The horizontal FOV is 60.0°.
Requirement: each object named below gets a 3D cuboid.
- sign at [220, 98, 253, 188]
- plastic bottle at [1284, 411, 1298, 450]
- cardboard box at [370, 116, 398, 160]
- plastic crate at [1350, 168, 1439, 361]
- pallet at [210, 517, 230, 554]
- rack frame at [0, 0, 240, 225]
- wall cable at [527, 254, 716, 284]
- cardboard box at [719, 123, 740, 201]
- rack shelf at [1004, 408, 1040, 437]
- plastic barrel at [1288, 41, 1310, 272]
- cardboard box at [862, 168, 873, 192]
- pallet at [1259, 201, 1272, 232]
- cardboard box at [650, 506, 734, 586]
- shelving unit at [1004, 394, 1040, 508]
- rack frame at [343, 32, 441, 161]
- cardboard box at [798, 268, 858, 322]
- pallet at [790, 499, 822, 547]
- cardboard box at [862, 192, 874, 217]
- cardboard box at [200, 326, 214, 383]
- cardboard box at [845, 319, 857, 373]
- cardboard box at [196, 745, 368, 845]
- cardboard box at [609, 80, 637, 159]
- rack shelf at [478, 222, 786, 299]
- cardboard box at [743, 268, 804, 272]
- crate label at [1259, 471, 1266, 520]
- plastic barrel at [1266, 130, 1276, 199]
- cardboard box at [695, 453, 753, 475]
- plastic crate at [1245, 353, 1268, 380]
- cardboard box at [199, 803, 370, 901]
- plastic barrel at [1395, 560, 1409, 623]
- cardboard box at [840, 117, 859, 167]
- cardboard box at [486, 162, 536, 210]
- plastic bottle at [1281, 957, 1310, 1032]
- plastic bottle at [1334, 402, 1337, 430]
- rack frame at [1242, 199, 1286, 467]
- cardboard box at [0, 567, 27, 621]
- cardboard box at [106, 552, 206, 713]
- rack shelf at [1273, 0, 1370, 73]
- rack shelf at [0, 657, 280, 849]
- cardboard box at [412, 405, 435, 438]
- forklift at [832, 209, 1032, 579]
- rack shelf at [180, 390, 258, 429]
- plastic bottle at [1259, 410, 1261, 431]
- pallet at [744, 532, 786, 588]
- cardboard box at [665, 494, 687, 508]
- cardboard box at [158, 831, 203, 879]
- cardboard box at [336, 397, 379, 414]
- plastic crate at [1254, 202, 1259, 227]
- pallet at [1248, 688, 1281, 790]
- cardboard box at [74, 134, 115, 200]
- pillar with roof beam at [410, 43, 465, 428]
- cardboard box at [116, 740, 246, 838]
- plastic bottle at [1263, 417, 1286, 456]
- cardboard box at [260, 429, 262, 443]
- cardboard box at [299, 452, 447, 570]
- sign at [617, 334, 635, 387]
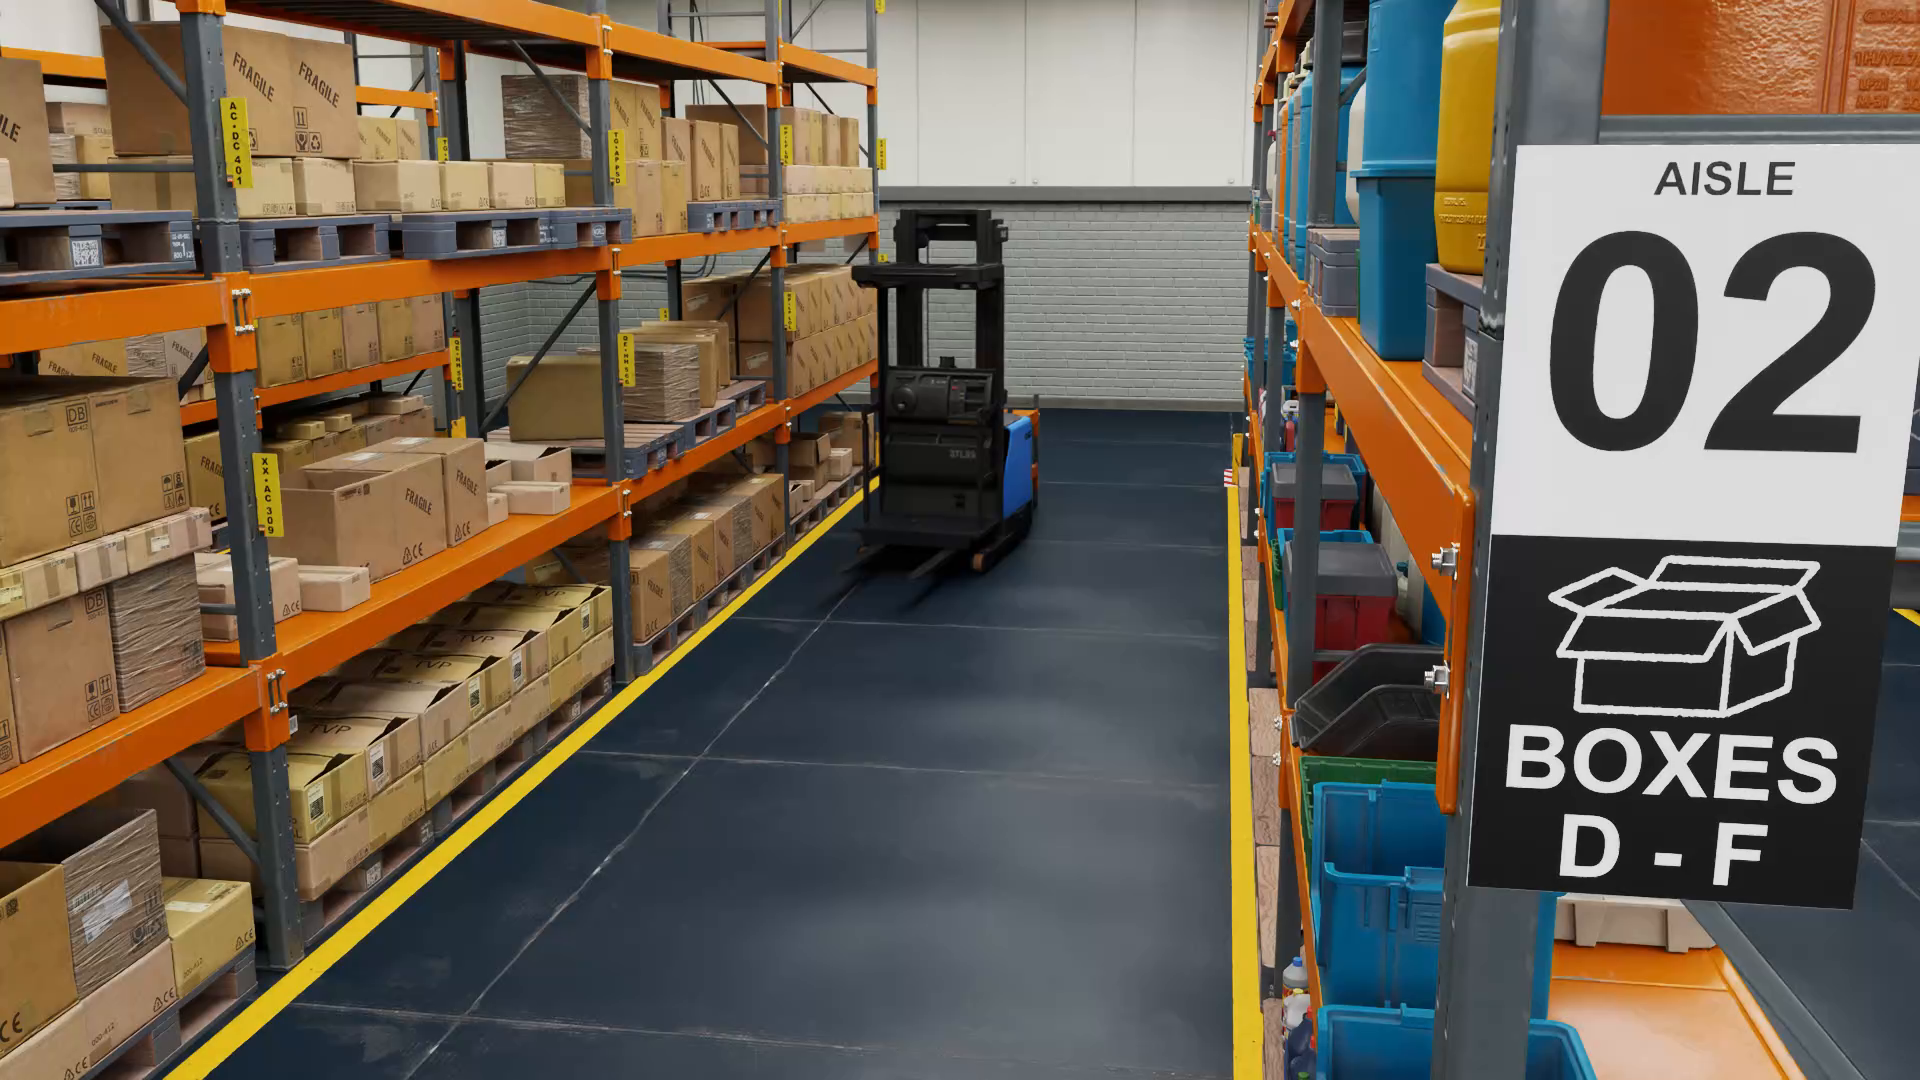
[{"bbox_3d":[-2.677,-1.469,6.155,0.100,0.325,0.005,2,12,9],"label":"sign"},{"bbox_3d":[2.340,-0.777,11.783,0.097,0.271,0.097,0,12,0],"label":"plastic bottle"},{"bbox_3d":[-6.206,-4.135,17.284,0.500,0.500,0.500,2,12,10],"label":"cardboard box"},{"bbox_3d":[1.049,-0.600,3.577,0.392,0.384,0.575,2,12,9],"label":"plastic crate"},{"bbox_3d":[-6.935,-0.028,14.622,1.003,0.211,1.213,2,12,9],"label":"pallet"},{"bbox_3d":[-3.226,-2.662,5.984,1.000,3.000,0.127,2,12,9],"label":"rack frame"},{"bbox_3d":[-5.052,-4.967,24.053,3.097,2.526,0.112,2,12,9],"label":"wall cable"},{"bbox_3d":[-2.146,-3.061,13.486,0.600,0.600,0.600,1,12,3],"label":"cardboard box"},{"bbox_3d":[0.385,-1.066,15.881,0.538,0.278,1.000,4,13,16],"label":"rack shelf"},{"bbox_3d":[1.633,-1.528,6.654,0.600,0.901,0.600,0,12,0],"label":"plastic barrel"},{"bbox_3d":[-1.207,-3.749,17.320,0.500,0.250,0.500,2,12,9],"label":"cardboard box"},{"bbox_3d":[2.875,-2.441,12.527,1.213,0.211,1.003,2,12,9],"label":"pallet"},{"bbox_3d":[-2.026,0.038,12.588,0.500,0.500,0.500,1,12,7],"label":"cardboard box"},{"bbox_3d":[0.385,-0.780,15.943,0.538,1.125,1.048,4,13,16],"label":"shelving unit"},{"bbox_3d":[-6.275,-5.319,18.316,1.000,3.000,0.127,2,12,9],"label":"rack frame"},{"bbox_3d":[-1.329,-2.450,16.630,0.500,0.500,0.500,2,12,10],"label":"cardboard box"},{"bbox_3d":[-1.889,-0.174,15.300,1.003,0.211,1.213,2,12,9],"label":"pallet"},{"bbox_3d":[-1.199,-3.505,17.371,0.500,0.250,0.500,2,12,9],"label":"cardboard box"},{"bbox_3d":[-6.713,-1.654,14.557,0.500,0.500,0.500,2,12,8],"label":"cardboard box"},{"bbox_3d":[-1.339,-1.962,16.740,0.500,0.500,0.500,2,12,9],"label":"cardboard box"},{"bbox_3d":[-2.916,1.058,7.164,0.500,0.311,0.500,2,12,9],"label":"cardboard box"},{"bbox_3d":[-2.459,-2.762,10.961,0.500,0.500,0.500,2,12,9],"label":"cardboard box"},{"bbox_3d":[-2.303,-2.093,12.171,1.077,0.370,4.000,2,12,9],"label":"rack shelf"},{"bbox_3d":[-1.864,-2.468,16.713,0.500,0.500,0.500,2,12,9],"label":"cardboard box"},{"bbox_3d":[1.848,-0.243,9.398,0.303,0.233,0.416,2,12,9],"label":"crate label"},{"bbox_3d":[2.570,-2.870,12.750,0.433,0.535,0.433,0,12,0],"label":"plastic barrel"},{"bbox_3d":[-2.188,-0.515,15.153,0.500,0.500,0.500,2,12,9],"label":"cardboard box"},{"bbox_3d":[2.902,-1.636,15.719,0.416,0.233,0.300,2,12,9],"label":"plastic crate"},{"bbox_3d":[-2.919,1.334,7.214,0.500,0.250,0.500,2,12,7],"label":"cardboard box"},{"bbox_3d":[2.023,0.229,7.137,0.301,0.262,0.301,0,12,0],"label":"plastic barrel"},{"bbox_3d":[-1.443,-4.124,17.276,0.700,0.500,0.500,2,12,9],"label":"cardboard box"},{"bbox_3d":[-2.687,-1.954,9.179,0.500,0.250,0.500,2,12,10],"label":"cardboard box"},{"bbox_3d":[1.186,1.603,5.867,0.097,0.271,0.097,0,12,0],"label":"plastic bottle"},{"bbox_3d":[2.938,-1.012,12.685,0.144,0.351,0.185,2,12,9],"label":"plastic bottle"},{"bbox_3d":[3.514,-2.066,17.459,1.000,3.000,0.127,2,12,9],"label":"rack frame"},{"bbox_3d":[-3.214,0.180,5.259,0.380,0.149,0.250,2,12,8],"label":"cardboard box"},{"bbox_3d":[-3.288,0.315,6.176,0.700,0.500,0.500,2,12,7],"label":"cardboard box"},{"bbox_3d":[1.976,-2.370,7.285,1.077,0.370,4.000,2,12,9],"label":"rack shelf"},{"bbox_3d":[-3.533,1.039,4.760,1.077,0.370,4.000,2,12,9],"label":"rack shelf"},{"bbox_3d":[-6.284,-1.221,18.476,0.700,0.500,0.500,2,12,9],"label":"cardboard box"},{"bbox_3d":[-0.236,-1.250,13.838,1.130,2.935,3.031,4,13,16],"label":"forklift"},{"bbox_3d":[-7.198,-0.786,13.228,1.077,0.370,4.000,2,12,9],"label":"rack shelf"},{"bbox_3d":[2.335,-0.932,12.671,0.097,0.201,0.097,0,12,0],"label":"plastic bottle"},{"bbox_3d":[-2.083,0.139,13.846,1.003,0.211,1.213,2,12,9],"label":"pallet"},{"bbox_3d":[-2.466,-0.079,13.131,0.500,0.500,0.500,2,12,9],"label":"cardboard box"},{"bbox_3d":[-3.448,1.314,7.305,0.500,0.250,0.500,2,12,8],"label":"cardboard box"},{"bbox_3d":[-6.540,-1.465,18.069,0.380,0.149,0.250,2,12,9],"label":"cardboard box"},{"bbox_3d":[2.665,-2.694,13.756,0.450,0.188,0.662,2,12,9],"label":"plastic crate"},{"bbox_3d":[2.126,1.123,9.283,1.003,0.211,1.213,2,12,9],"label":"pallet"},{"bbox_3d":[-7.156,-2.987,13.331,0.700,0.500,0.500,2,12,8],"label":"cardboard box"},{"bbox_3d":[-2.461,-5.770,20.407,9.100,9.000,0.400,2,12,9],"label":"pillar with roof beam"},{"bbox_3d":[-3.447,1.042,7.236,0.500,0.311,0.500,2,12,9],"label":"cardboard box"},{"bbox_3d":[2.165,-0.744,11.443,0.144,0.351,0.185,2,12,9],"label":"plastic bottle"},{"bbox_3d":[-6.893,-0.983,15.832,0.380,0.149,0.250,2,12,8],"label":"cardboard box"},{"bbox_3d":[-2.933,-0.151,8.337,0.500,0.500,0.500,2,12,9],"label":"cardboard box"},{"bbox_3d":[-2.062,-1.110,10.277,0.100,0.325,0.005,2,12,9],"label":"sign"}]
